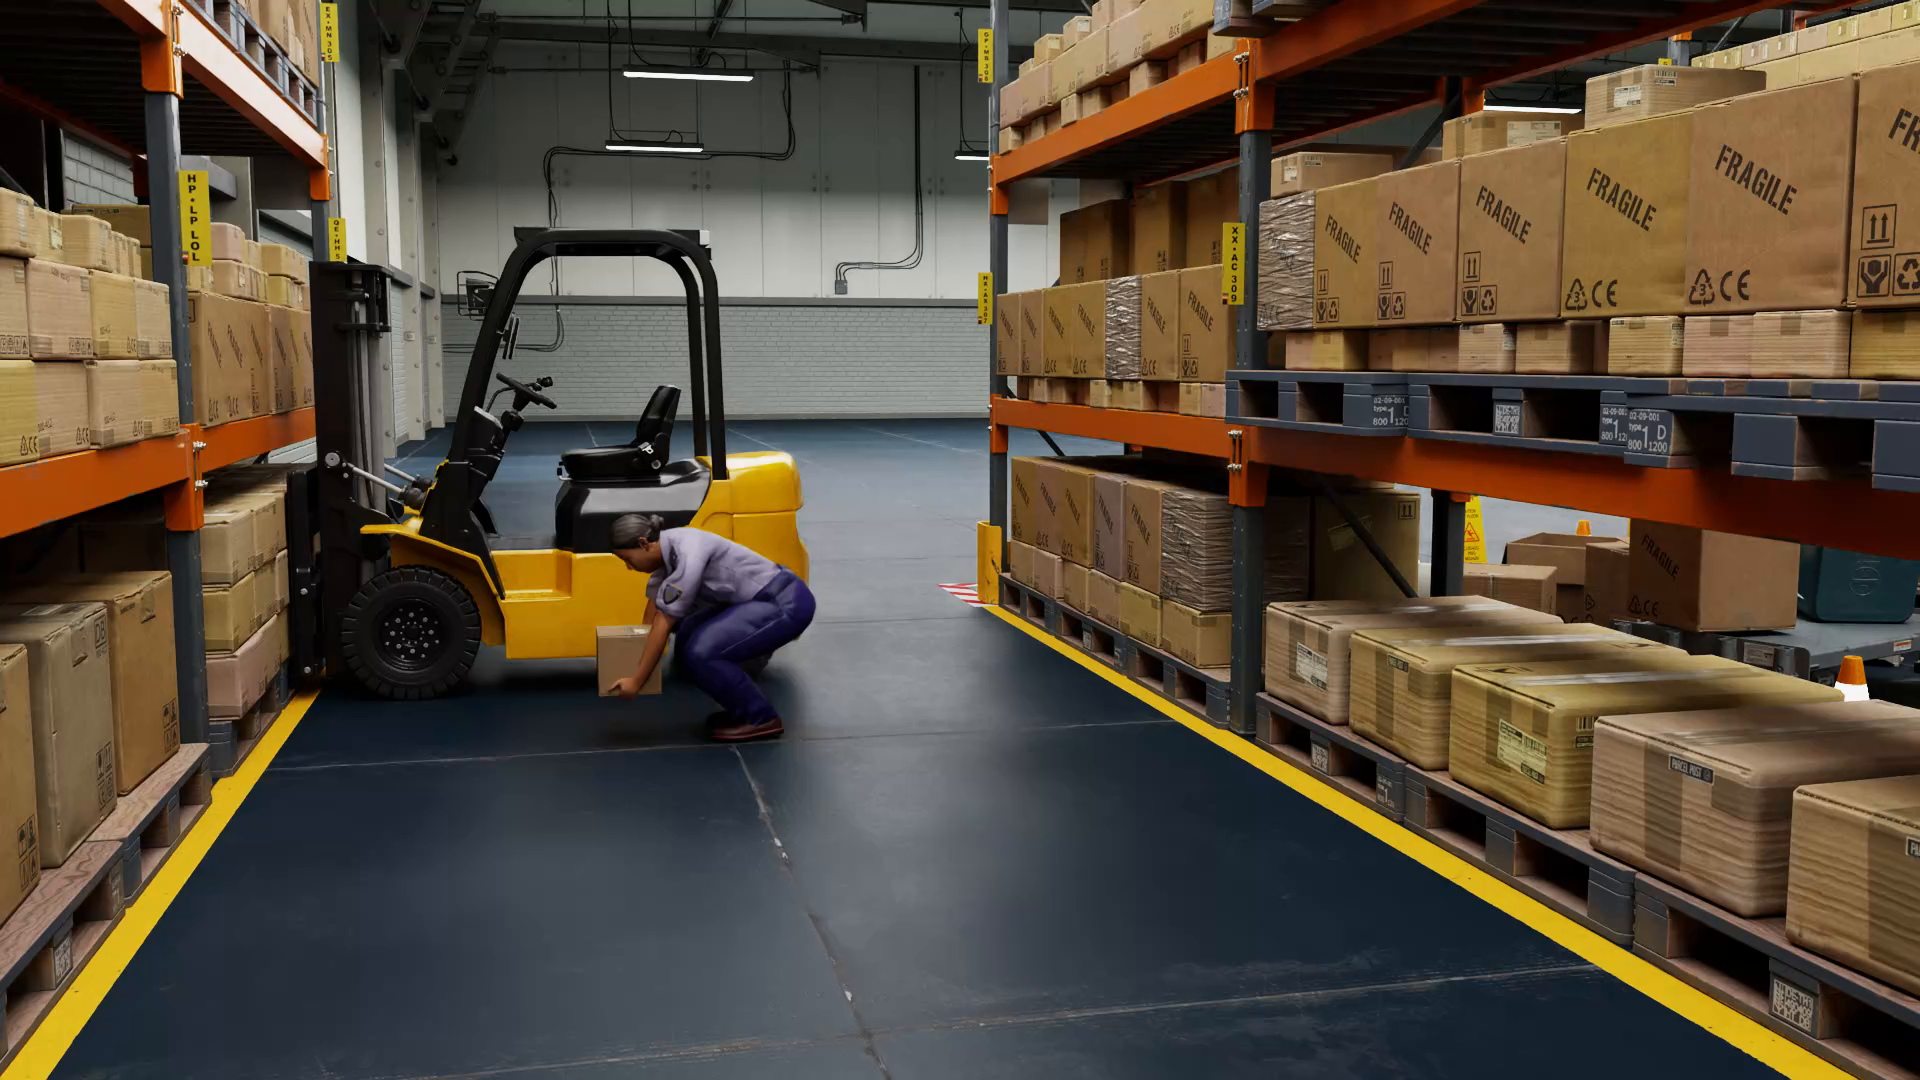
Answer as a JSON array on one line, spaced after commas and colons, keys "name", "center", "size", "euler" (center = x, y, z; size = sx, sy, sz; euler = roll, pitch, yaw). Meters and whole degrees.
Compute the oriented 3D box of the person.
[{"name": "person", "center": [-1.032, 0.348, 6.887], "size": [0.860, 0.938, 0.511], "euler": [-2, 6, -15]}]
